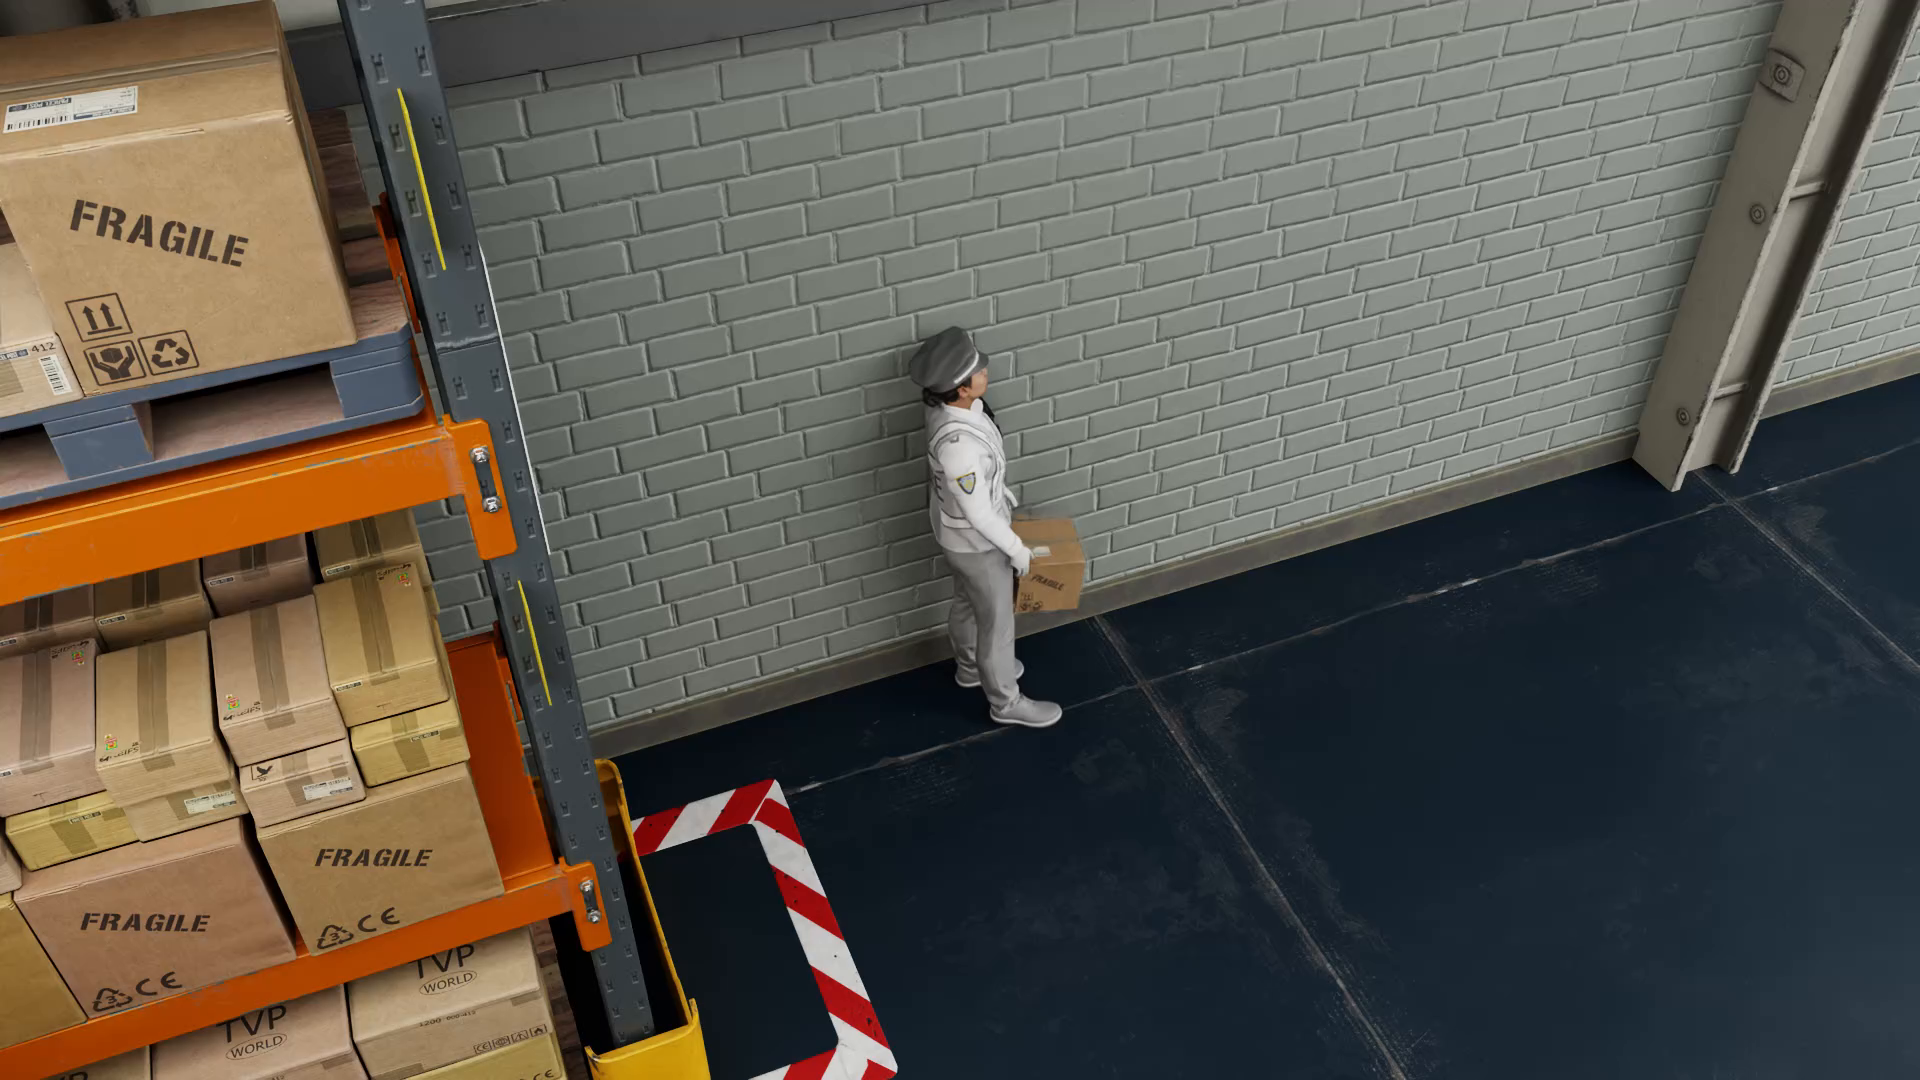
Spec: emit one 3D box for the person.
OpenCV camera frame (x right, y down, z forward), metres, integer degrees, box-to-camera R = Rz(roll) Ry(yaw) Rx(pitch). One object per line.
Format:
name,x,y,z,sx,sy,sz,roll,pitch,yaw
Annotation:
person,0.101,-0.047,6.174,0.542,1.697,0.550,-6,42,-7
